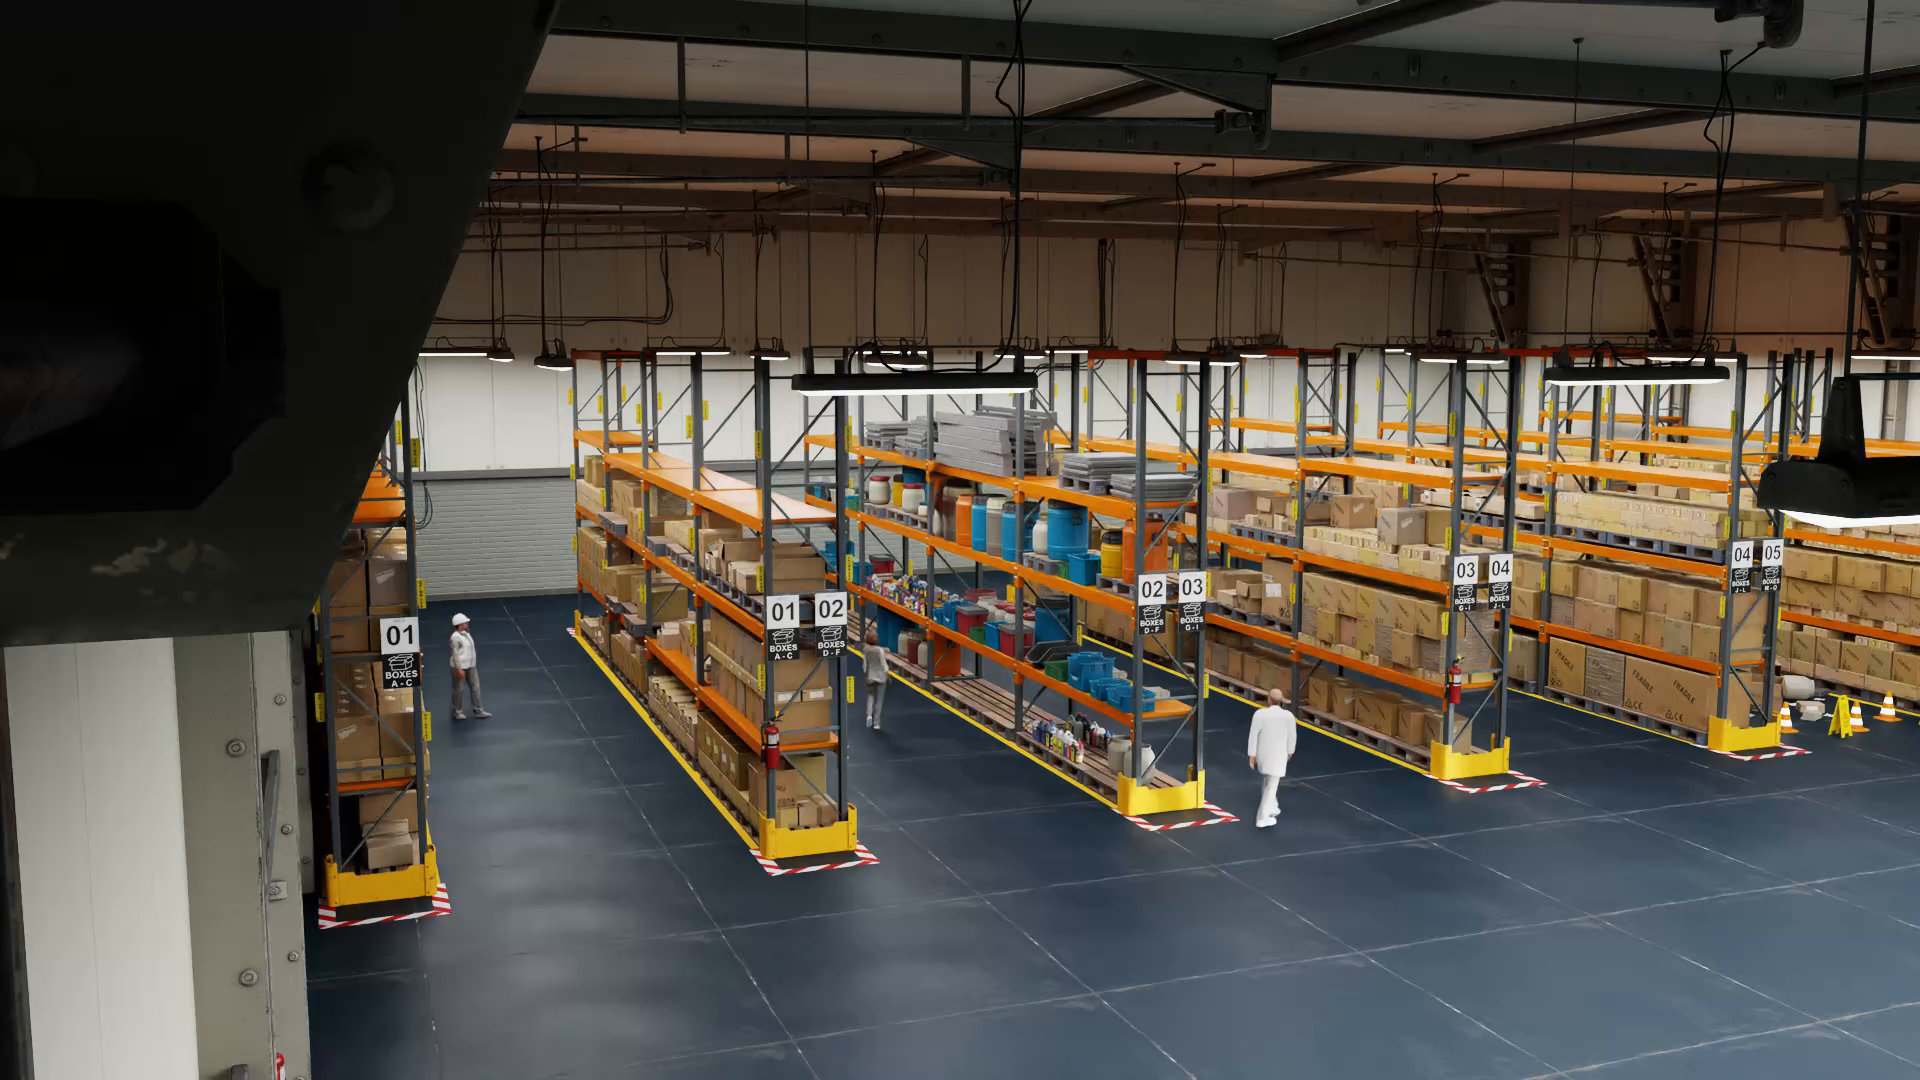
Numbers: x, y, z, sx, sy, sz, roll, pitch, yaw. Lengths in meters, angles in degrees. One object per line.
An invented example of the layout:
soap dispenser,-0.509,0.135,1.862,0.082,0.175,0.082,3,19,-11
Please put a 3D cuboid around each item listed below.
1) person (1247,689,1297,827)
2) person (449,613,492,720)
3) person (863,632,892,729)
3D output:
person,4.072,2.786,21.494,0.540,1.780,0.891,6,9,41
person,-8.107,2.078,27.288,0.600,1.766,0.565,4,8,32
person,-1.330,2.228,26.569,0.449,1.579,0.408,2,7,15
